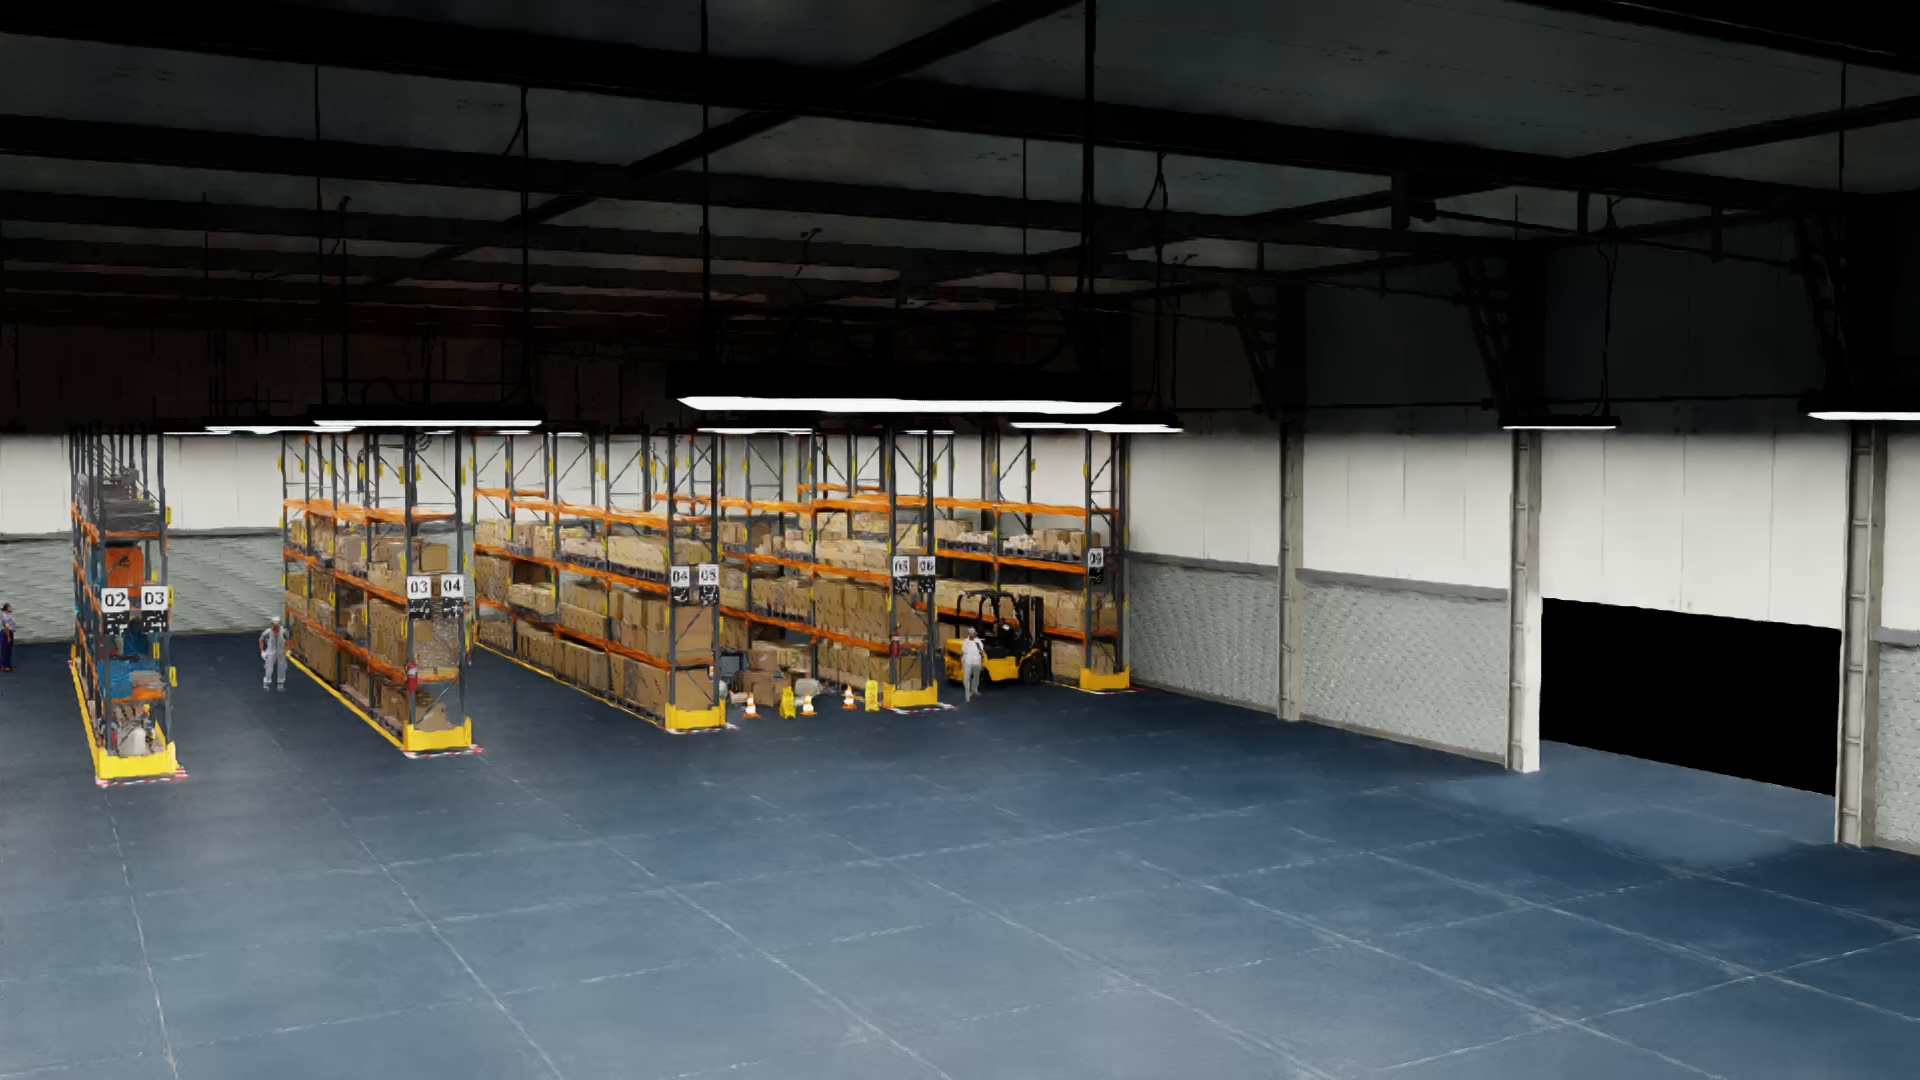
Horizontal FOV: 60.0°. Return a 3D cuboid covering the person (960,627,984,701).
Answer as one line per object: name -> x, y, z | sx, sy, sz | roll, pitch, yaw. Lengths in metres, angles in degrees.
person -> 0.271, 2.680, 36.289 | 0.533, 1.592, 0.938 | -1, 4, -10

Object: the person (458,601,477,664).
person -> -12.471, 2.332, 41.912 | 0.598, 1.619, 0.507 | -2, 4, -32

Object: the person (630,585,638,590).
person -> -9.138, 1.937, 46.704 | 0.515, 1.777, 0.632 | -1, 4, -21

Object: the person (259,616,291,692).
person -> -15.333, 2.559, 37.250 | 0.677, 1.742, 0.552 | -2, 4, -31

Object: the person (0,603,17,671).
person -> -23.396, 2.389, 40.845 | 0.379, 1.599, 0.511 | -2, 4, -31
